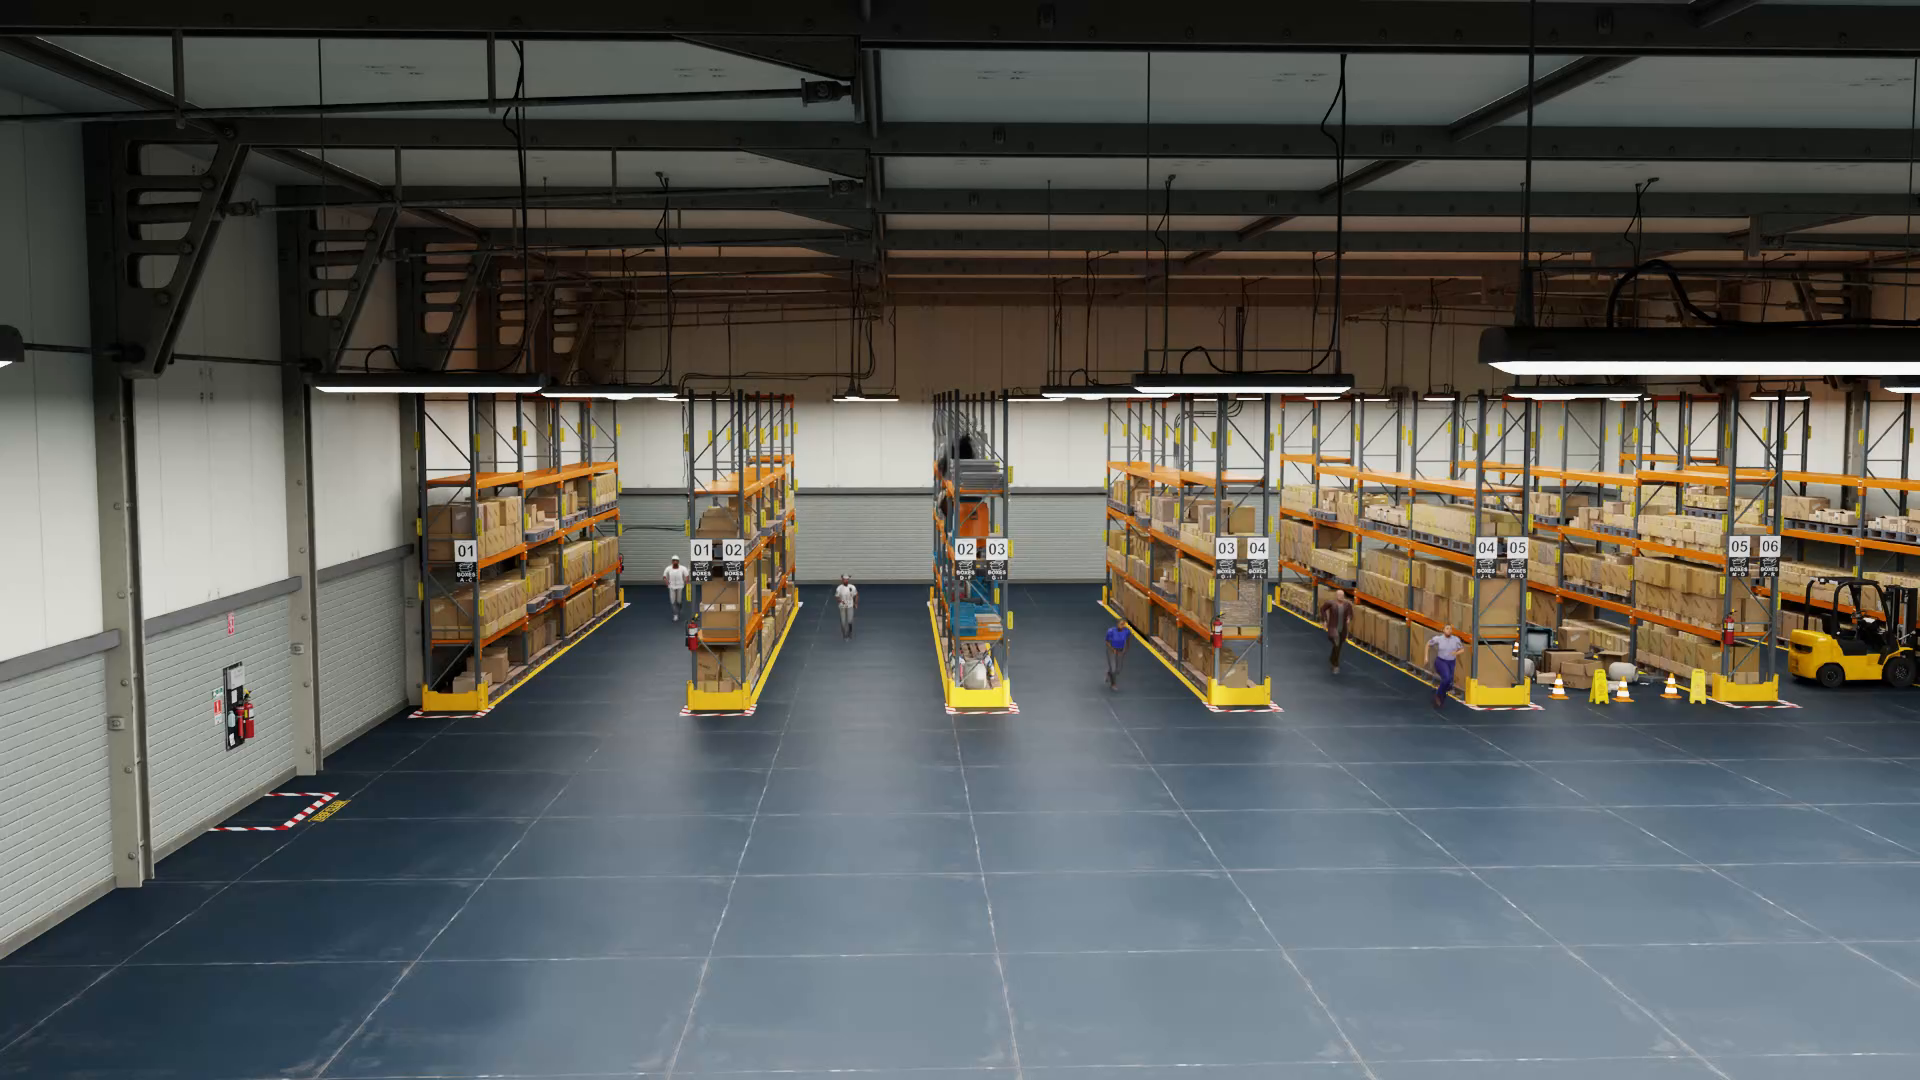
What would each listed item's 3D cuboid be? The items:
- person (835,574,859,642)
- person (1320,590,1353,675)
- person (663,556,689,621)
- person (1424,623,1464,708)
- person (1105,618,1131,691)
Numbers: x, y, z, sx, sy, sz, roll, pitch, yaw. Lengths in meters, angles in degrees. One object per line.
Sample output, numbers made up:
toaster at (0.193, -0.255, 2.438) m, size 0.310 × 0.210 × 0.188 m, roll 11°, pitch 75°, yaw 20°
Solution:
person at (-2.720, 1.633, 39.988) m, size 0.561 × 1.661 × 0.562 m, roll 0°, pitch 5°, yaw -3°
person at (8.071, 1.954, 35.574) m, size 0.618 × 1.821 × 0.965 m, roll -1°, pitch 5°, yaw -12°
person at (-7.544, 1.270, 44.161) m, size 0.703 × 1.723 × 0.588 m, roll 0°, pitch 5°, yaw -5°
person at (9.143, 2.373, 31.333) m, size 0.662 × 1.593 × 0.627 m, roll -1°, pitch 5°, yaw -16°
person at (3.148, 2.272, 33.330) m, size 0.592 × 1.513 × 0.813 m, roll -1°, pitch 5°, yaw -16°
